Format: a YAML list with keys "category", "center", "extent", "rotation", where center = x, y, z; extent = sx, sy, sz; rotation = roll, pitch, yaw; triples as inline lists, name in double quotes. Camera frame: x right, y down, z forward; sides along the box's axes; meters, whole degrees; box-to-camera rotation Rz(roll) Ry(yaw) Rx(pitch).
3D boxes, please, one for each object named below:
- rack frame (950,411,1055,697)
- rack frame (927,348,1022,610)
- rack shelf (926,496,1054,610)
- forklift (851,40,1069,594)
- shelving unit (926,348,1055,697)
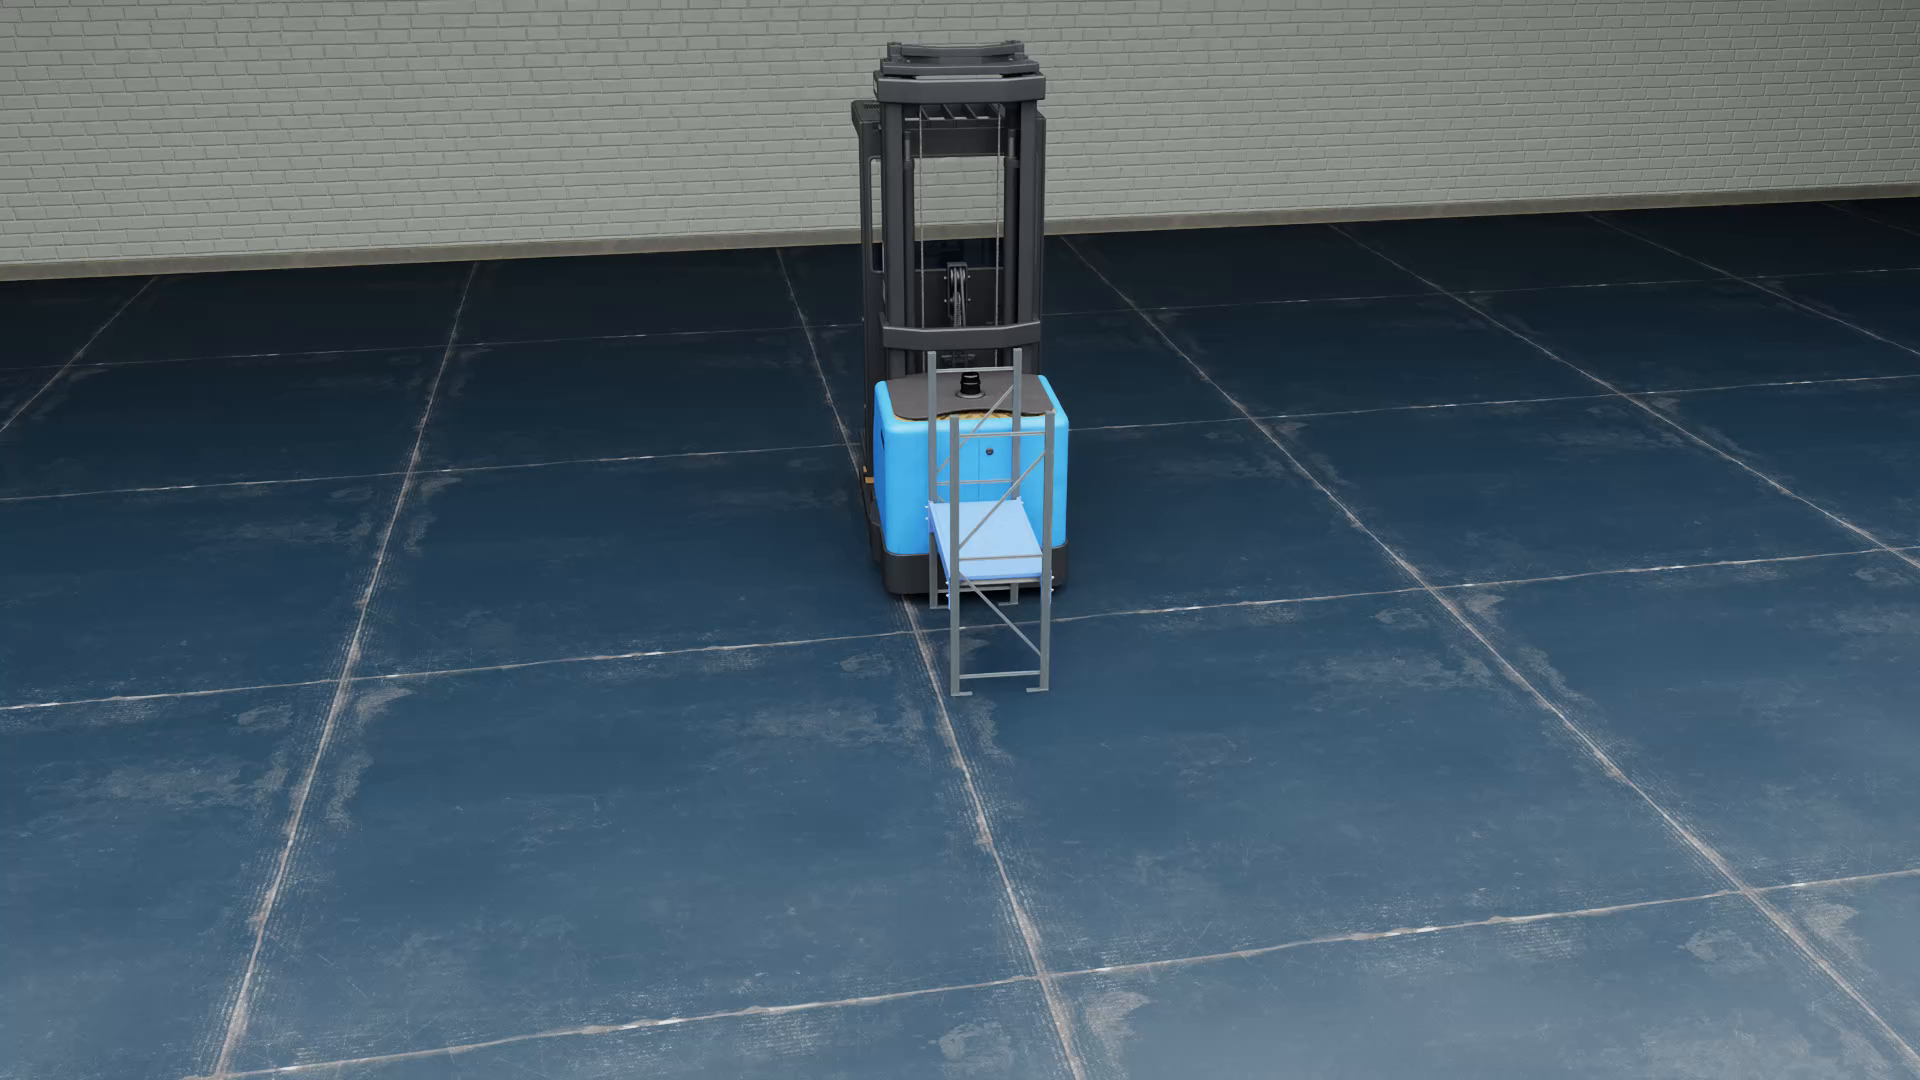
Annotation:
- category: "rack frame"
  center: [0.201, 0.090, 8.169]
  extent: [0.500, 1.500, 0.032]
  rotation: [-3, 24, -6]
- category: "rack frame"
  center: [0.078, -0.314, 9.094]
  extent: [0.500, 1.500, 0.032]
  rotation: [-3, 24, -6]
- category: "rack shelf"
  center: [0.140, 0.053, 8.704]
  extent: [0.538, 0.185, 1.000]
  rotation: [-3, 24, -6]
- category: "forklift"
  center: [-0.075, -1.594, 10.237]
  extent: [1.130, 2.935, 3.031]
  rotation: [-3, 24, -6]
- category: "shelving unit"
  center: [0.140, -0.112, 8.632]
  extent: [0.538, 1.500, 1.048]
  rotation: [-3, 24, -6]
